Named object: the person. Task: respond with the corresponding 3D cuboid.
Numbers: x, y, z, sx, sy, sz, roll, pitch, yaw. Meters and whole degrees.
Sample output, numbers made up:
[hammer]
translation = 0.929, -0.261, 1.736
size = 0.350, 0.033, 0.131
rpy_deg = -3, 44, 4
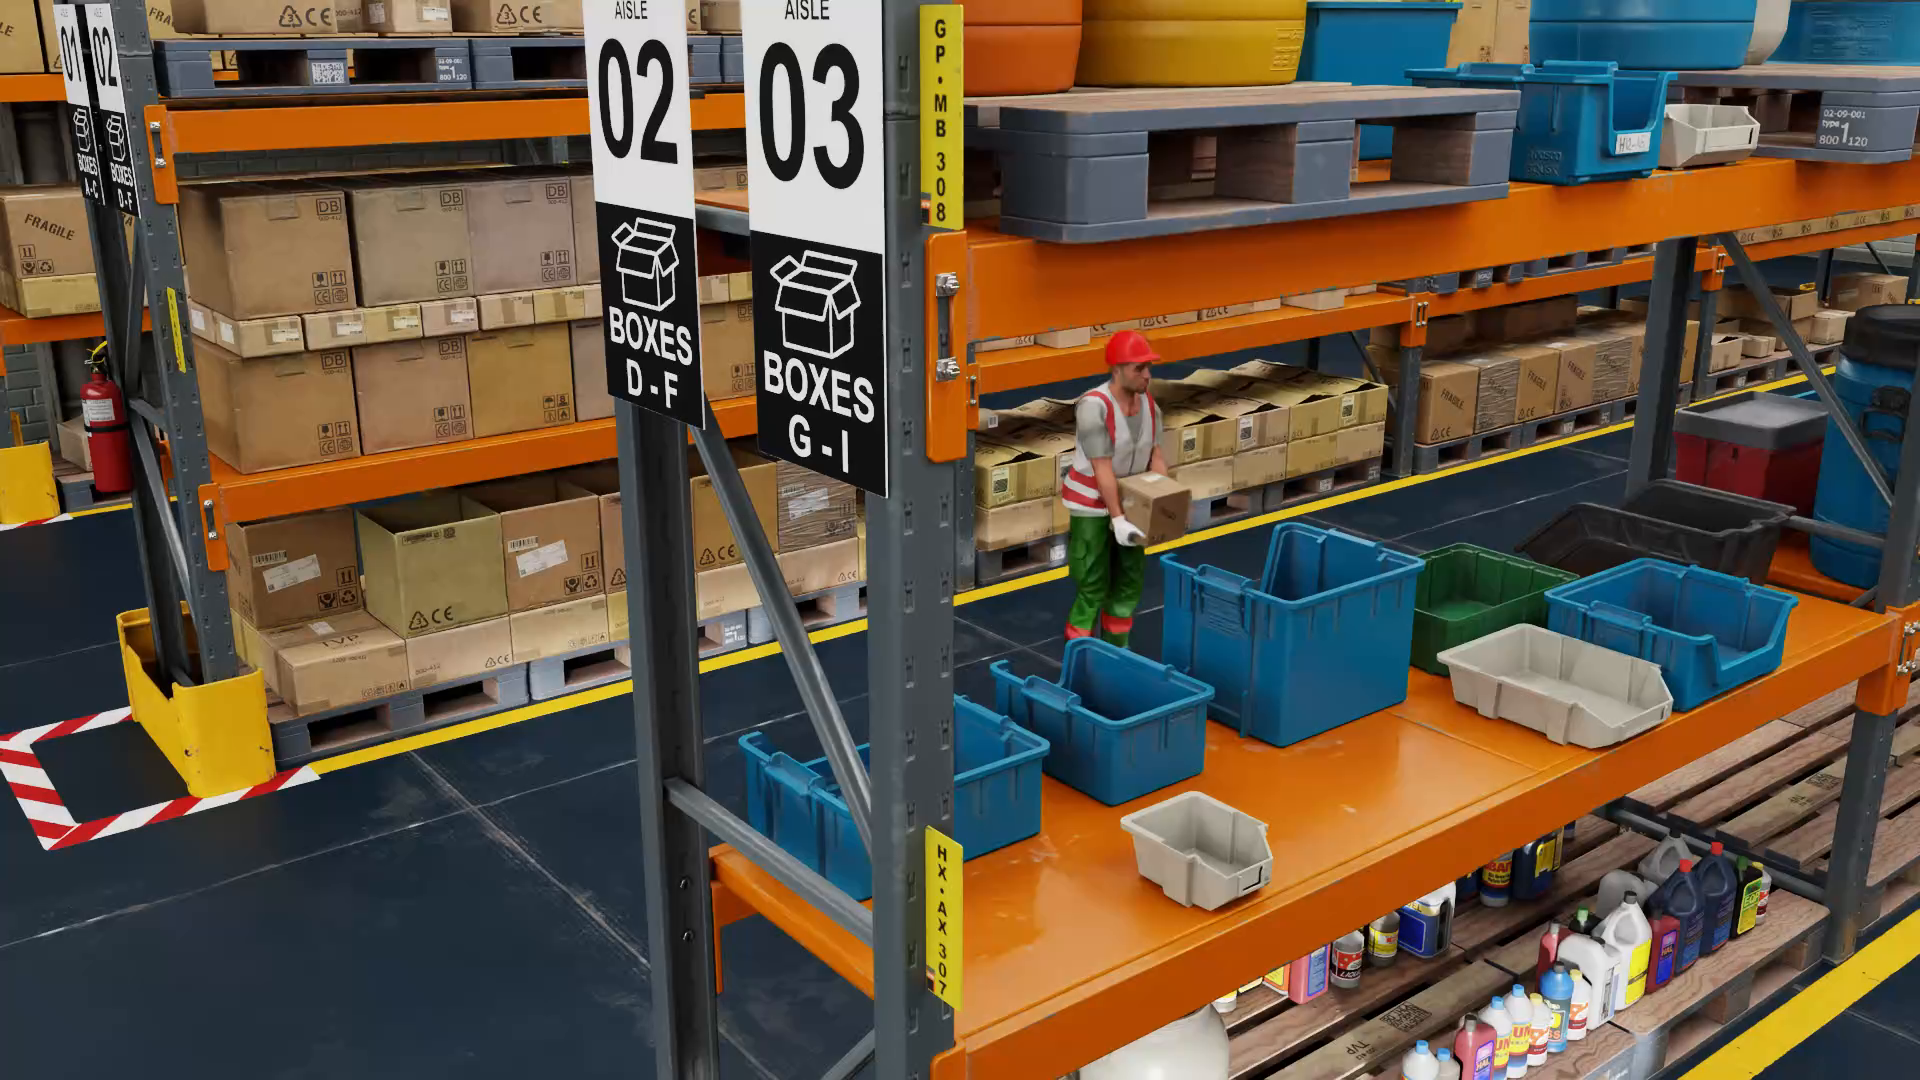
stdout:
[person]
translation = 0.776, -0.110, 7.883
size = 0.491, 1.772, 0.581
rpy_deg = -14, 22, -37
